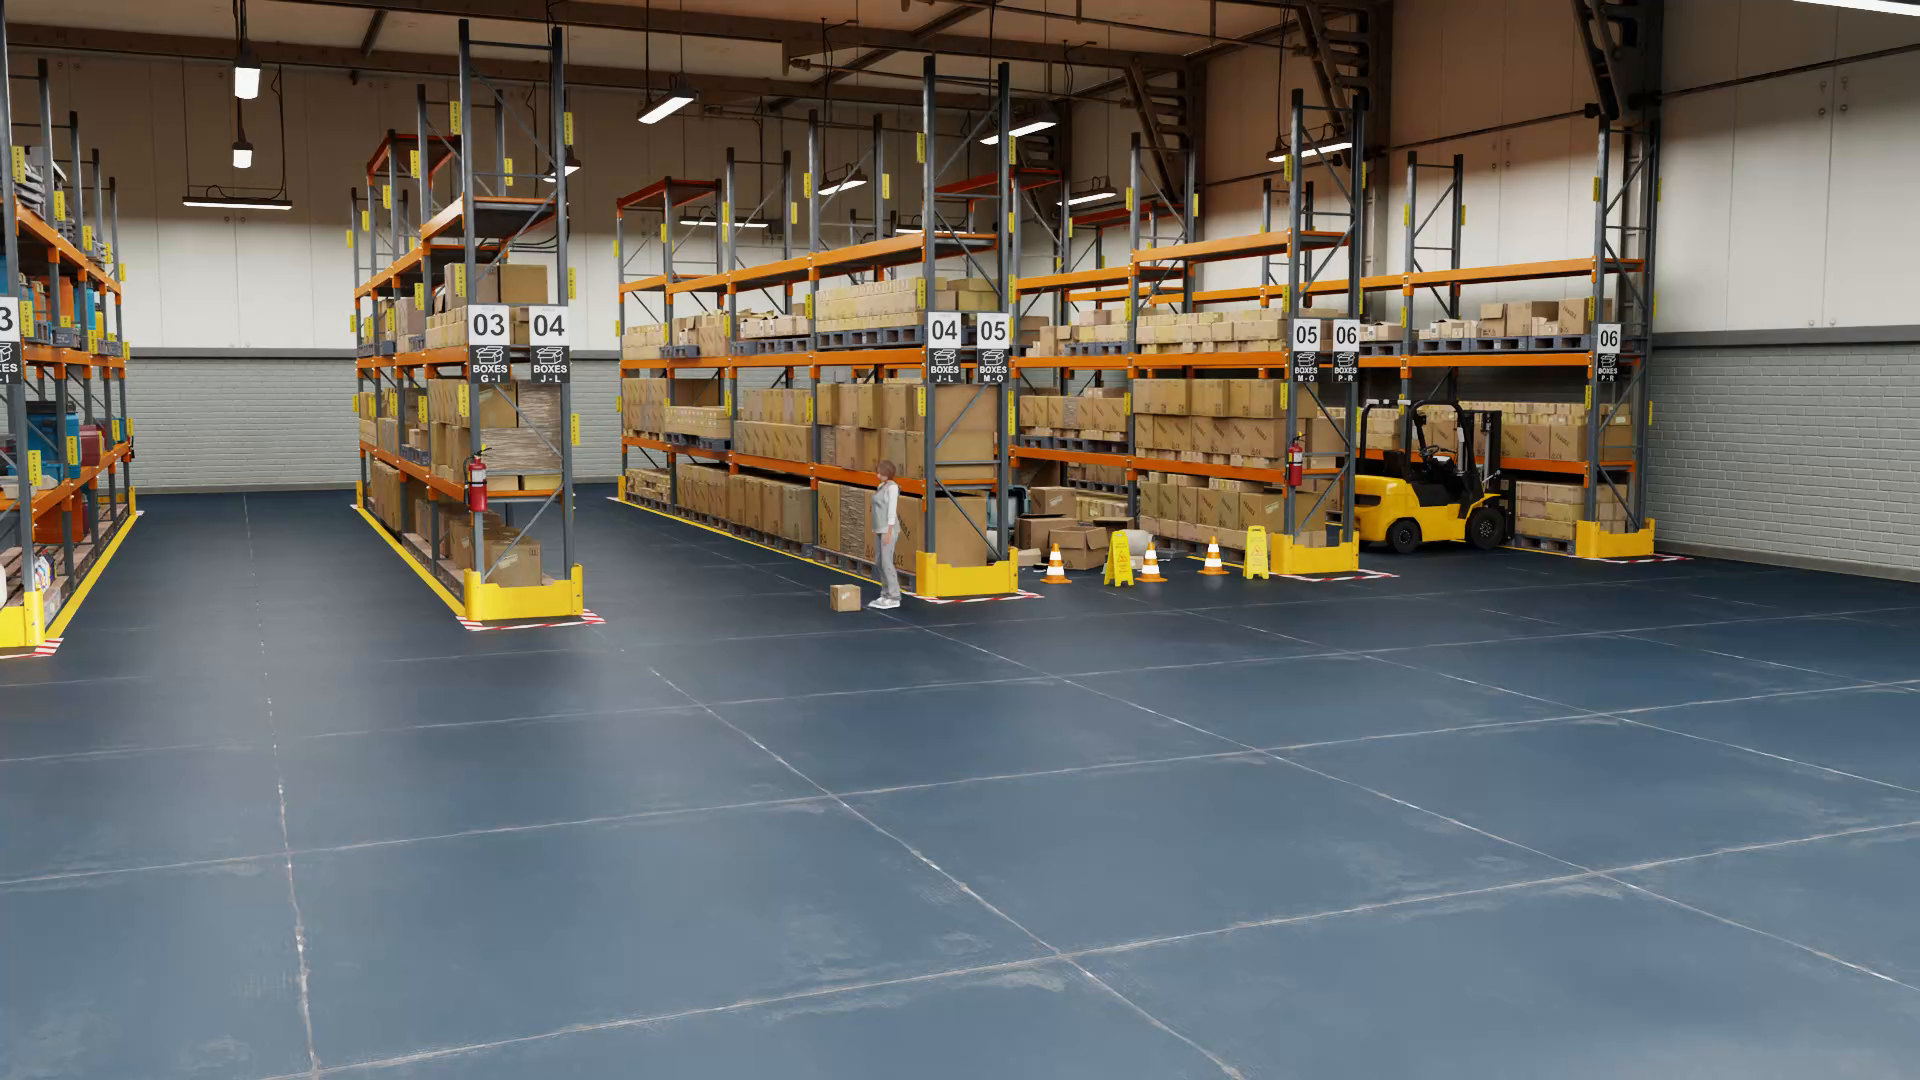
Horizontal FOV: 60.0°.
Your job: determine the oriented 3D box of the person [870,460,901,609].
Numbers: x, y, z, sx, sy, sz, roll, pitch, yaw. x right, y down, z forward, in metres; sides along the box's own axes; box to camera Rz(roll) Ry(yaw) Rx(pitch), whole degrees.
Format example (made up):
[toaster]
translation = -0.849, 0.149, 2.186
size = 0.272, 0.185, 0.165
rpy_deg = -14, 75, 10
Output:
[person]
translation = -0.792, -0.061, 17.893
size = 0.301, 1.592, 0.407
rpy_deg = -2, 6, -23
